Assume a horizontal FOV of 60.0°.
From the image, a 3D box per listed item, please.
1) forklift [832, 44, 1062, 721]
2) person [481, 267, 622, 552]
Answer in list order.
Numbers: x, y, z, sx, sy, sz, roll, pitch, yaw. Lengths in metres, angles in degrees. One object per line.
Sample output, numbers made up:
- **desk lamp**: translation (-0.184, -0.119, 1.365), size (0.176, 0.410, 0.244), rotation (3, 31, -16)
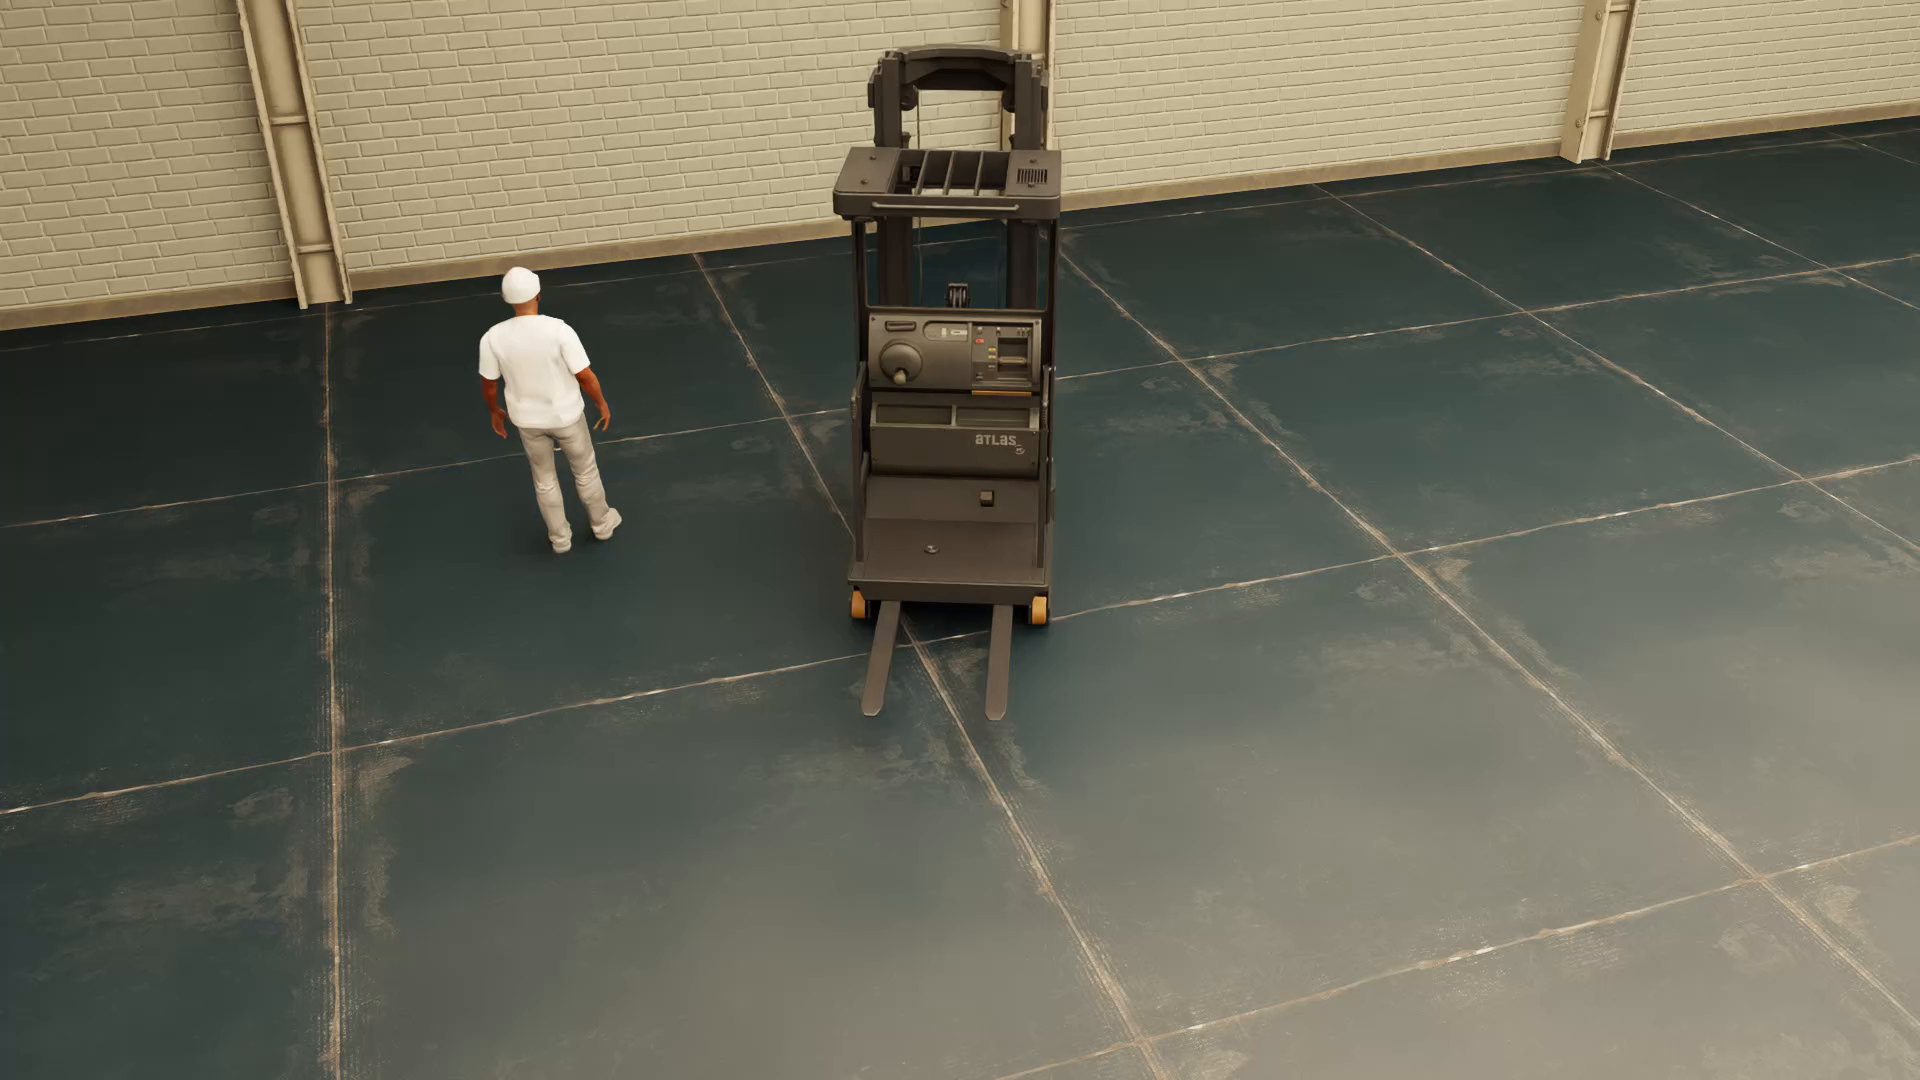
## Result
- **forklift**: translation (-0.044, -0.967, 8.767), size (1.121, 2.935, 3.031), rotation (2, 30, 3)
- **person**: translation (-2.360, -0.767, 9.581), size (0.691, 1.770, 0.573), rotation (-1, 30, -2)
